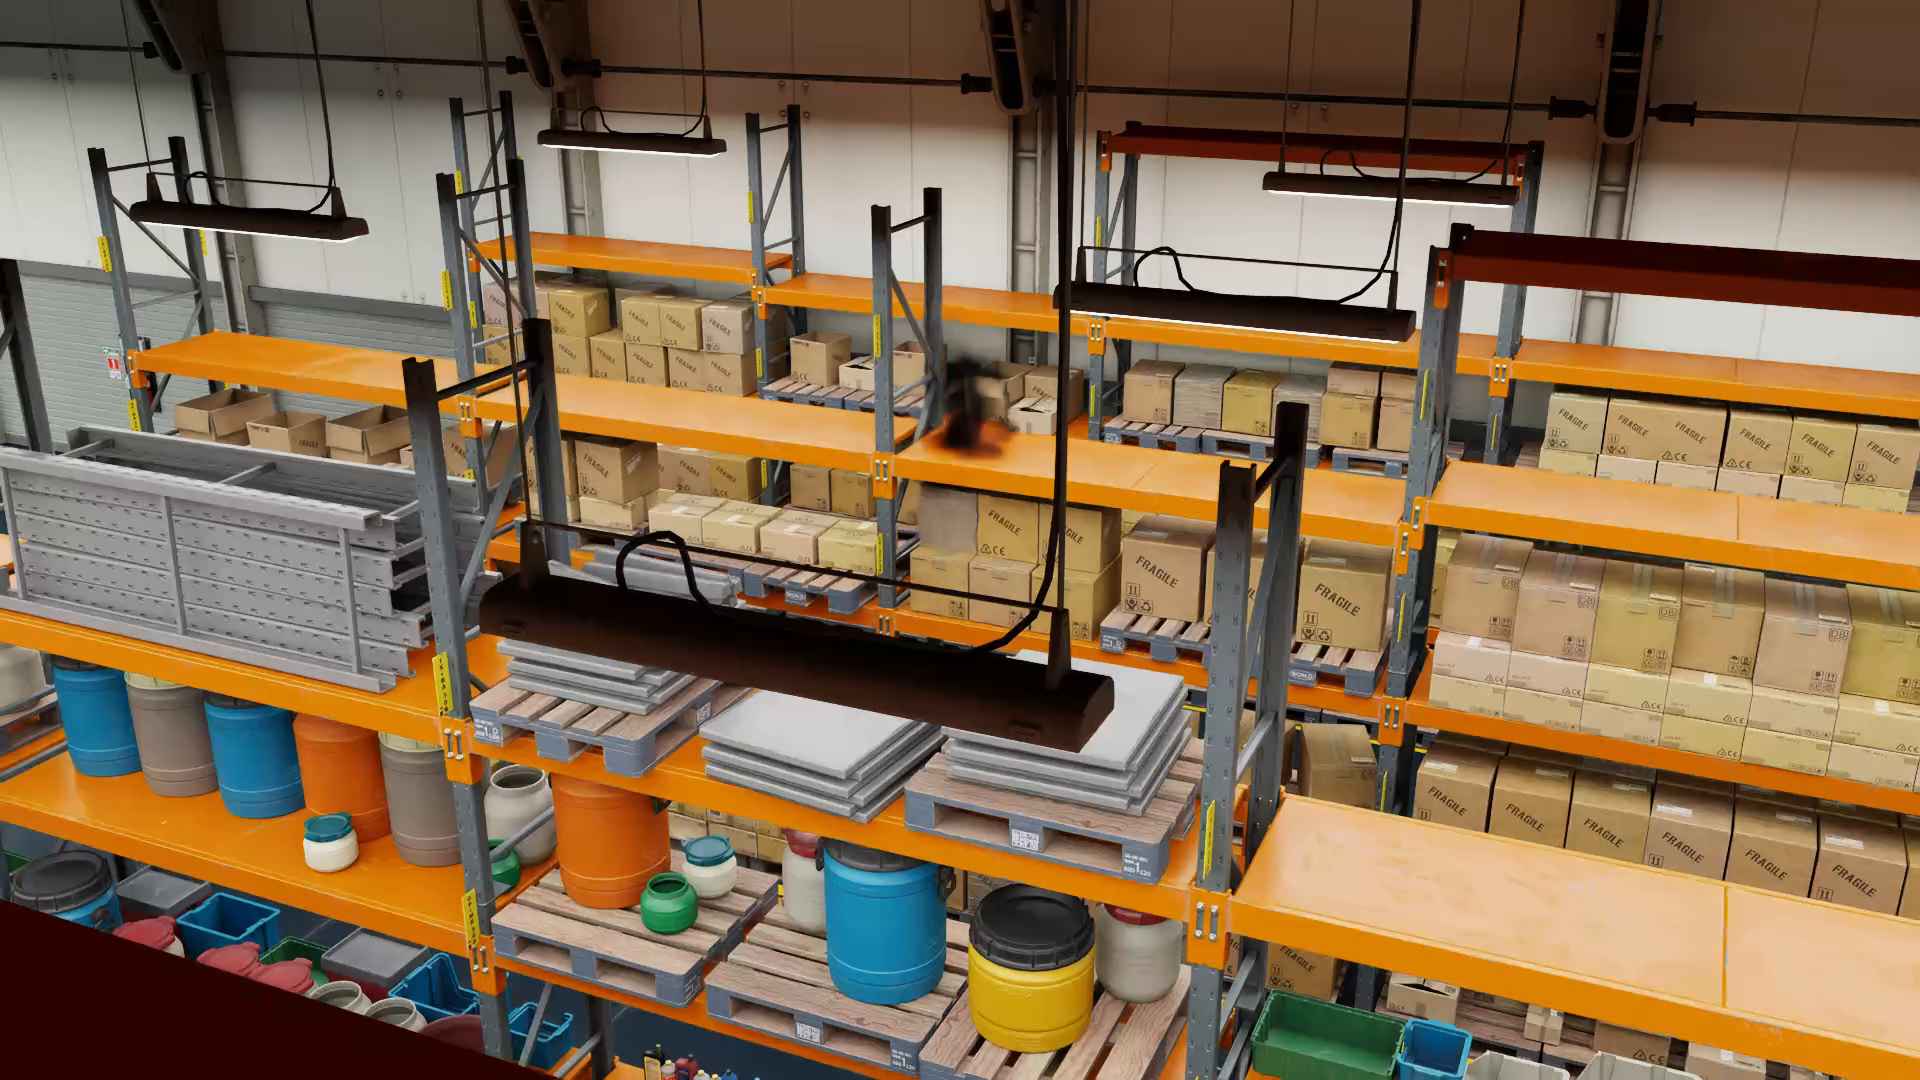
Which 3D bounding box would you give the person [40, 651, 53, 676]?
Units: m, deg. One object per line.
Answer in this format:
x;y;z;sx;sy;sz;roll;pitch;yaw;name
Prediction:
-9.537;1.043;17.697;0.774;1.622;0.638;-11;23;-27;person
